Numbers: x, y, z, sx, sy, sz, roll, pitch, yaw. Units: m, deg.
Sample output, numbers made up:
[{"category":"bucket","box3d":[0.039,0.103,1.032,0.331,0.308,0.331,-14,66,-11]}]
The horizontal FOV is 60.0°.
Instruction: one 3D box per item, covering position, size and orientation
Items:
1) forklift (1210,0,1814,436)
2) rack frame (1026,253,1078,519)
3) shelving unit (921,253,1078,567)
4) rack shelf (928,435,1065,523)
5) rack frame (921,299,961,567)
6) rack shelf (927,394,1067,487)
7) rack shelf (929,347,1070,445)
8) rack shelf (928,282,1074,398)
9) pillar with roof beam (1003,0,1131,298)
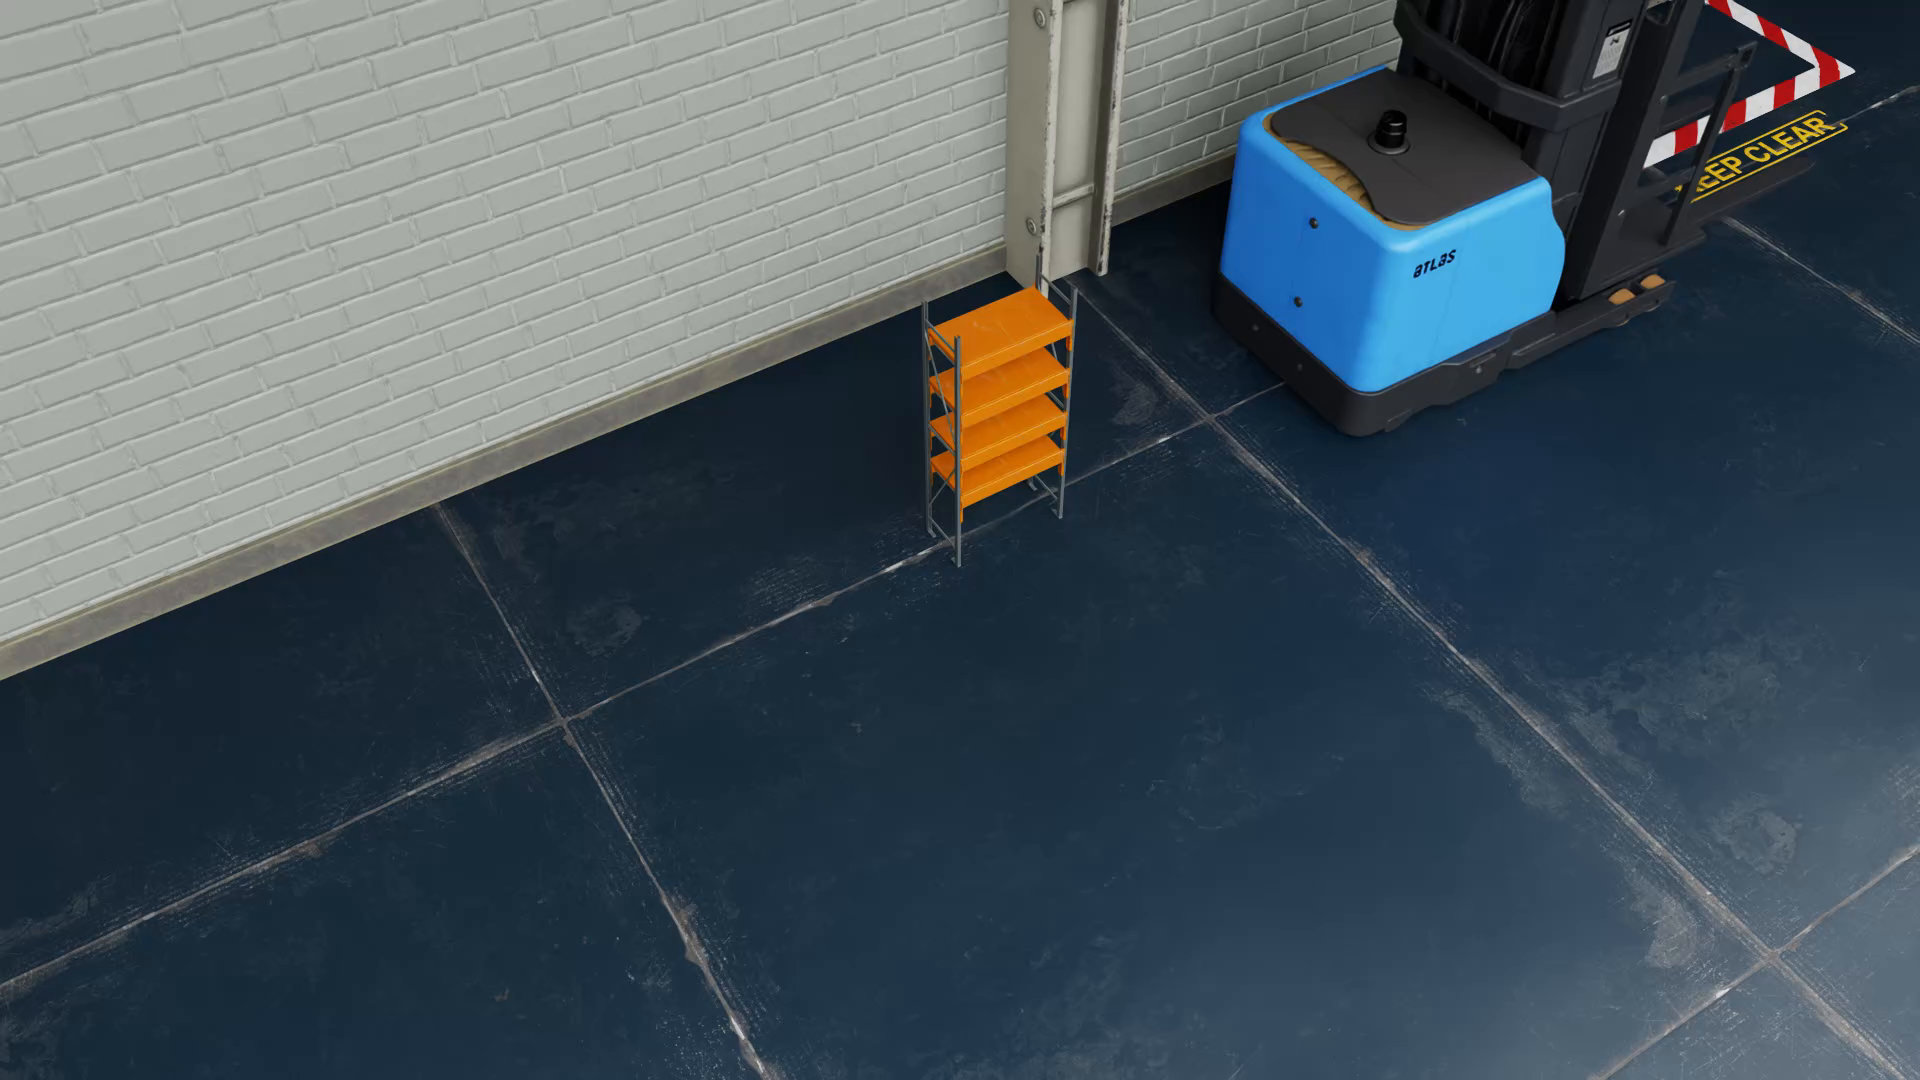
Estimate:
[{"category":"forklift","box3d":[2.655,-2.259,6.745,3.031,2.935,1.130,-25,53,-20]},{"category":"rack frame","box3d":[0.346,-0.562,6.393,0.015,1.200,0.240,-25,53,-21]},{"category":"shelving unit","box3d":[0.140,-0.465,6.306,0.503,1.200,0.258,-25,53,-21]},{"category":"rack shelf","box3d":[0.140,-0.288,6.504,0.480,0.148,0.258,-25,53,-21]},{"category":"rack frame","box3d":[-0.066,-0.368,6.219,0.015,1.200,0.240,-25,53,-21]},{"category":"rack shelf","box3d":[0.140,-0.420,6.356,0.480,0.148,0.258,-25,53,-21]},{"category":"rack shelf","box3d":[0.140,-0.569,6.189,0.480,0.148,0.258,-25,53,-21]},{"category":"rack shelf","box3d":[0.140,-0.726,6.012,0.480,0.148,0.258,-25,53,-21]},{"category":"pillar with roof beam","box3d":[2.745,-1.549,2.049,0.400,9.000,9.100,-25,53,-21]}]
